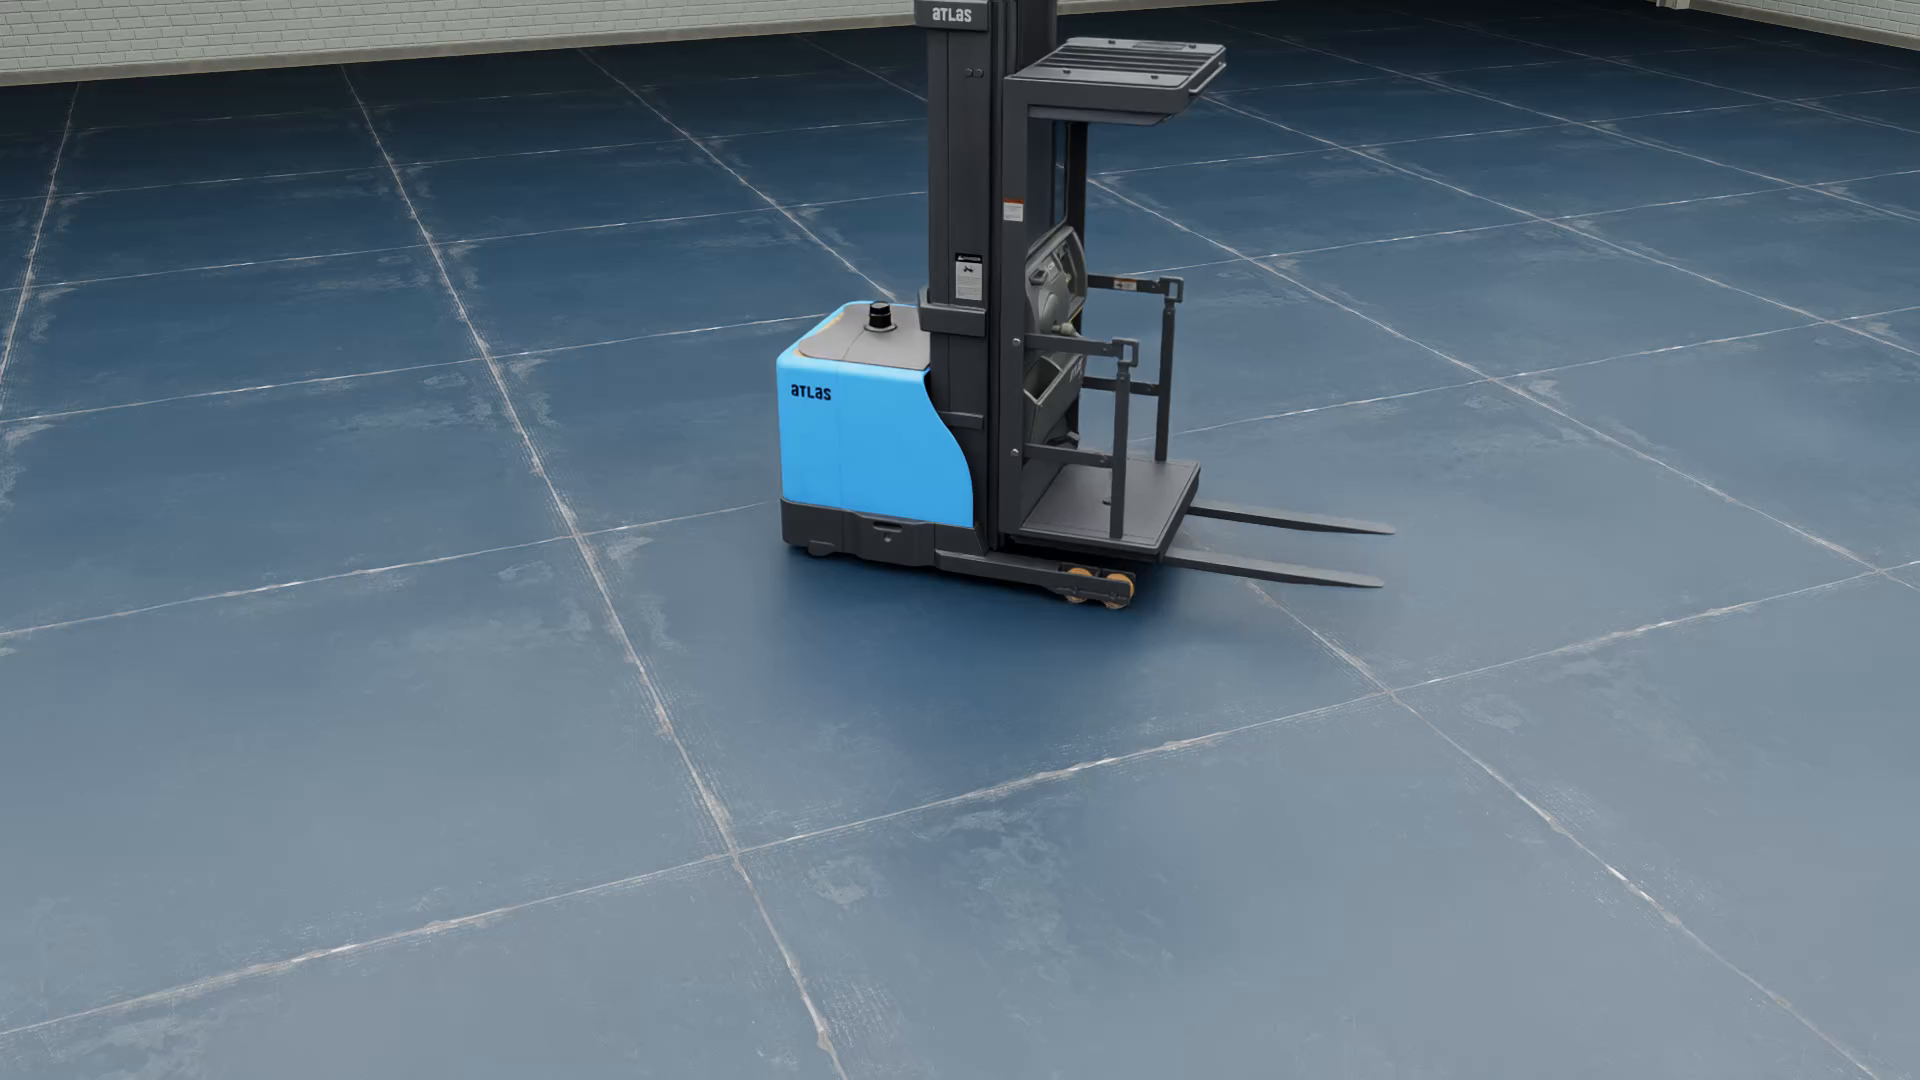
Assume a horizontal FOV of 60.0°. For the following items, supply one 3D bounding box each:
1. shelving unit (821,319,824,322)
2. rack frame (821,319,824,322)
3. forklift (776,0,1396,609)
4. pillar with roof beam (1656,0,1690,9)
[{"bbox_3d":[-0.611,-0.816,9.395,0.258,0.900,0.210,-21,33,-36],"label":"shelving unit"},{"bbox_3d":[-0.678,-0.849,9.464,0.240,0.900,0.006,-21,33,-36],"label":"rack frame"},{"bbox_3d":[0.653,-1.247,7.963,3.031,2.935,1.130,8,27,17],"label":"forklift"},{"bbox_3d":[6.957,-11.467,21.979,9.100,9.000,0.400,-11,28,-21],"label":"pillar with roof beam"}]
